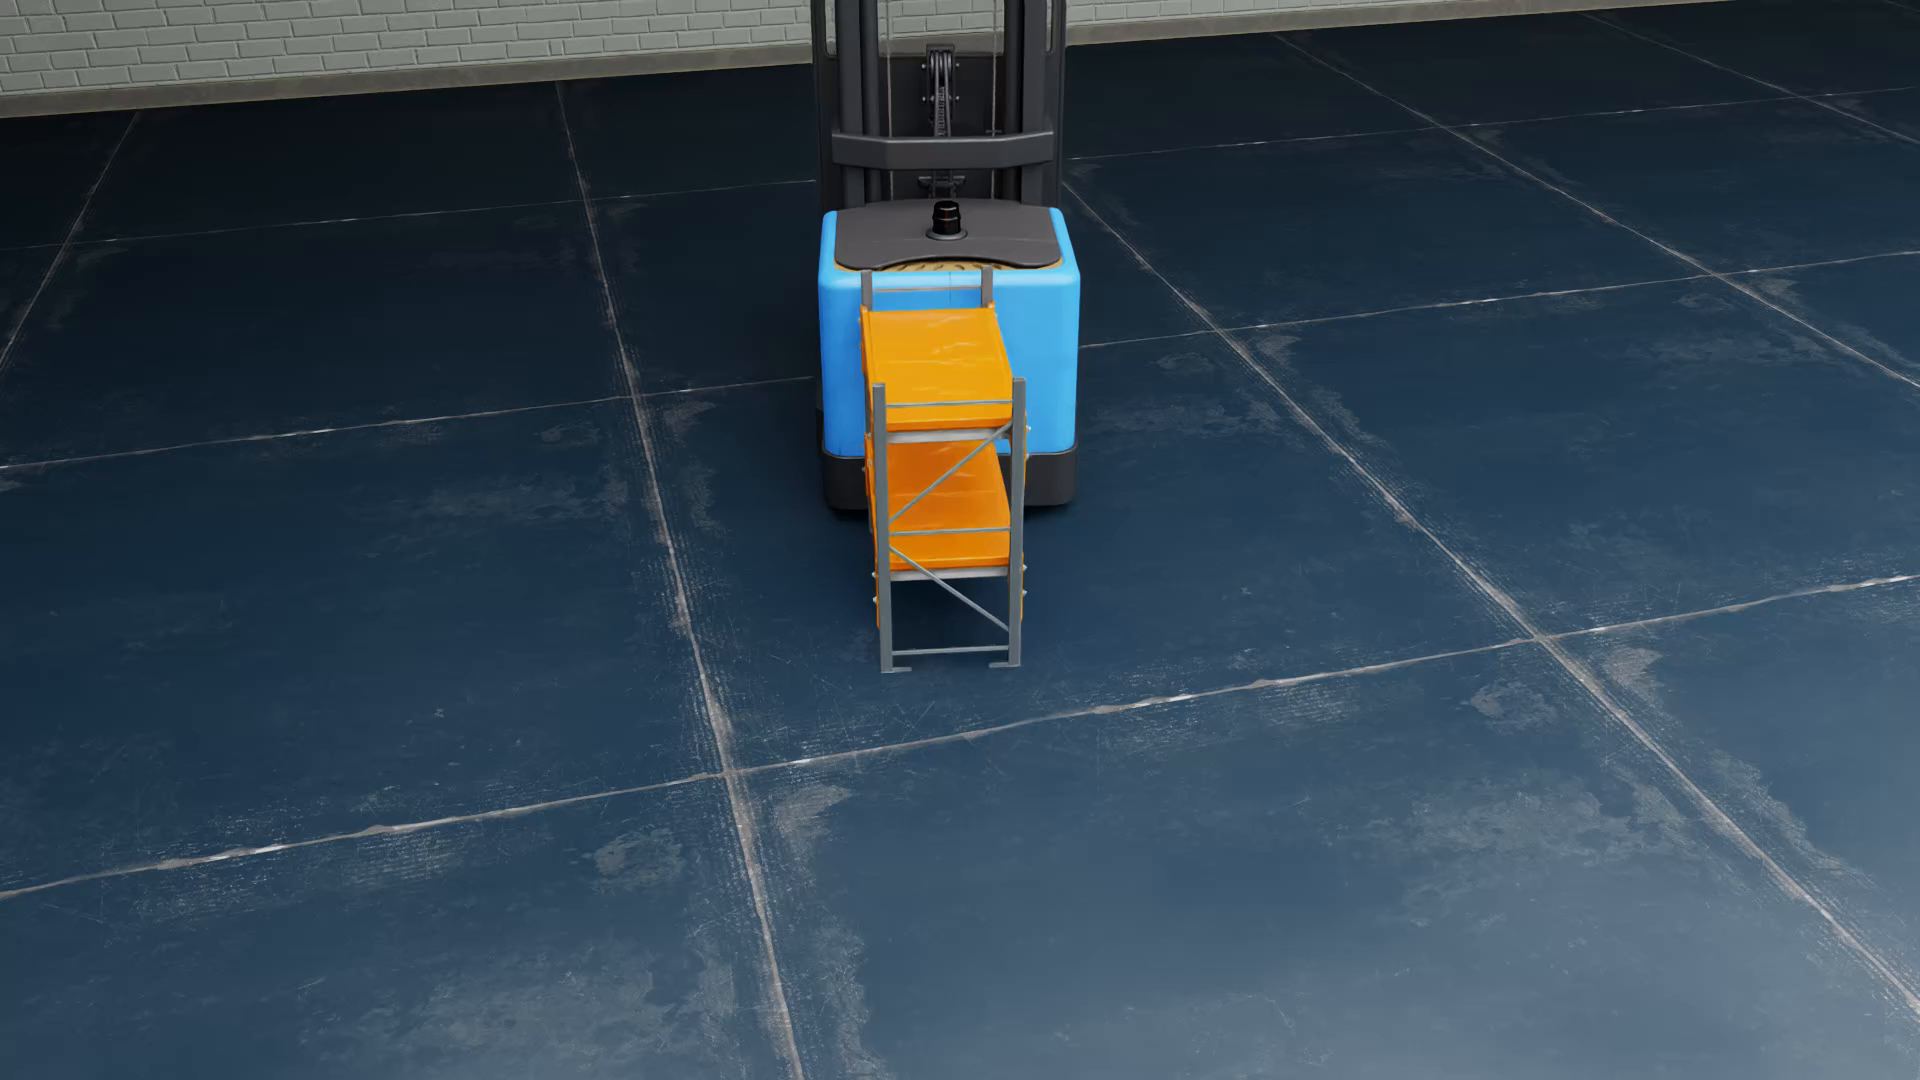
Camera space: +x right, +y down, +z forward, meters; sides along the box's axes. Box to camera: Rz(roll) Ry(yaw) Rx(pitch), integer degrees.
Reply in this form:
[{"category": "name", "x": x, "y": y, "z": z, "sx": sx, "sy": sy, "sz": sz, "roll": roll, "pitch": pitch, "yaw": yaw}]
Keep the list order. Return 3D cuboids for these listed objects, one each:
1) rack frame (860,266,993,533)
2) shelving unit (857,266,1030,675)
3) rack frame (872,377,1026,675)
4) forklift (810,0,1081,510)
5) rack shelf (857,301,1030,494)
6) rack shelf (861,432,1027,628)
[{"category": "rack frame", "x": -0.124, "y": -0.534, "z": 6.549, "sx": 0.500, "sy": 1.125, "sz": 0.032, "roll": -3, "pitch": 30, "yaw": -4}, {"category": "shelving unit", "x": -0.080, "y": -0.280, "z": 6.111, "sx": 0.538, "sy": 1.125, "sz": 1.048, "roll": -3, "pitch": 30, "yaw": -4}, {"category": "rack frame", "x": -0.035, "y": -0.026, "z": 5.673, "sx": 0.500, "sy": 1.125, "sz": 0.032, "roll": -3, "pitch": 30, "yaw": -4}, {"category": "forklift", "x": -0.103, "y": -2.096, "z": 7.446, "sx": 1.130, "sy": 2.935, "sz": 3.031, "roll": -1, "pitch": 30, "yaw": -2}, {"category": "rack shelf", "x": -0.080, "y": -0.533, "z": 5.964, "sx": 0.538, "sy": 0.278, "sz": 1.000, "roll": -3, "pitch": 30, "yaw": -4}, {"category": "rack shelf", "x": -0.080, "y": -0.069, "z": 6.234, "sx": 0.538, "sy": 0.278, "sz": 1.000, "roll": -3, "pitch": 30, "yaw": -4}]
